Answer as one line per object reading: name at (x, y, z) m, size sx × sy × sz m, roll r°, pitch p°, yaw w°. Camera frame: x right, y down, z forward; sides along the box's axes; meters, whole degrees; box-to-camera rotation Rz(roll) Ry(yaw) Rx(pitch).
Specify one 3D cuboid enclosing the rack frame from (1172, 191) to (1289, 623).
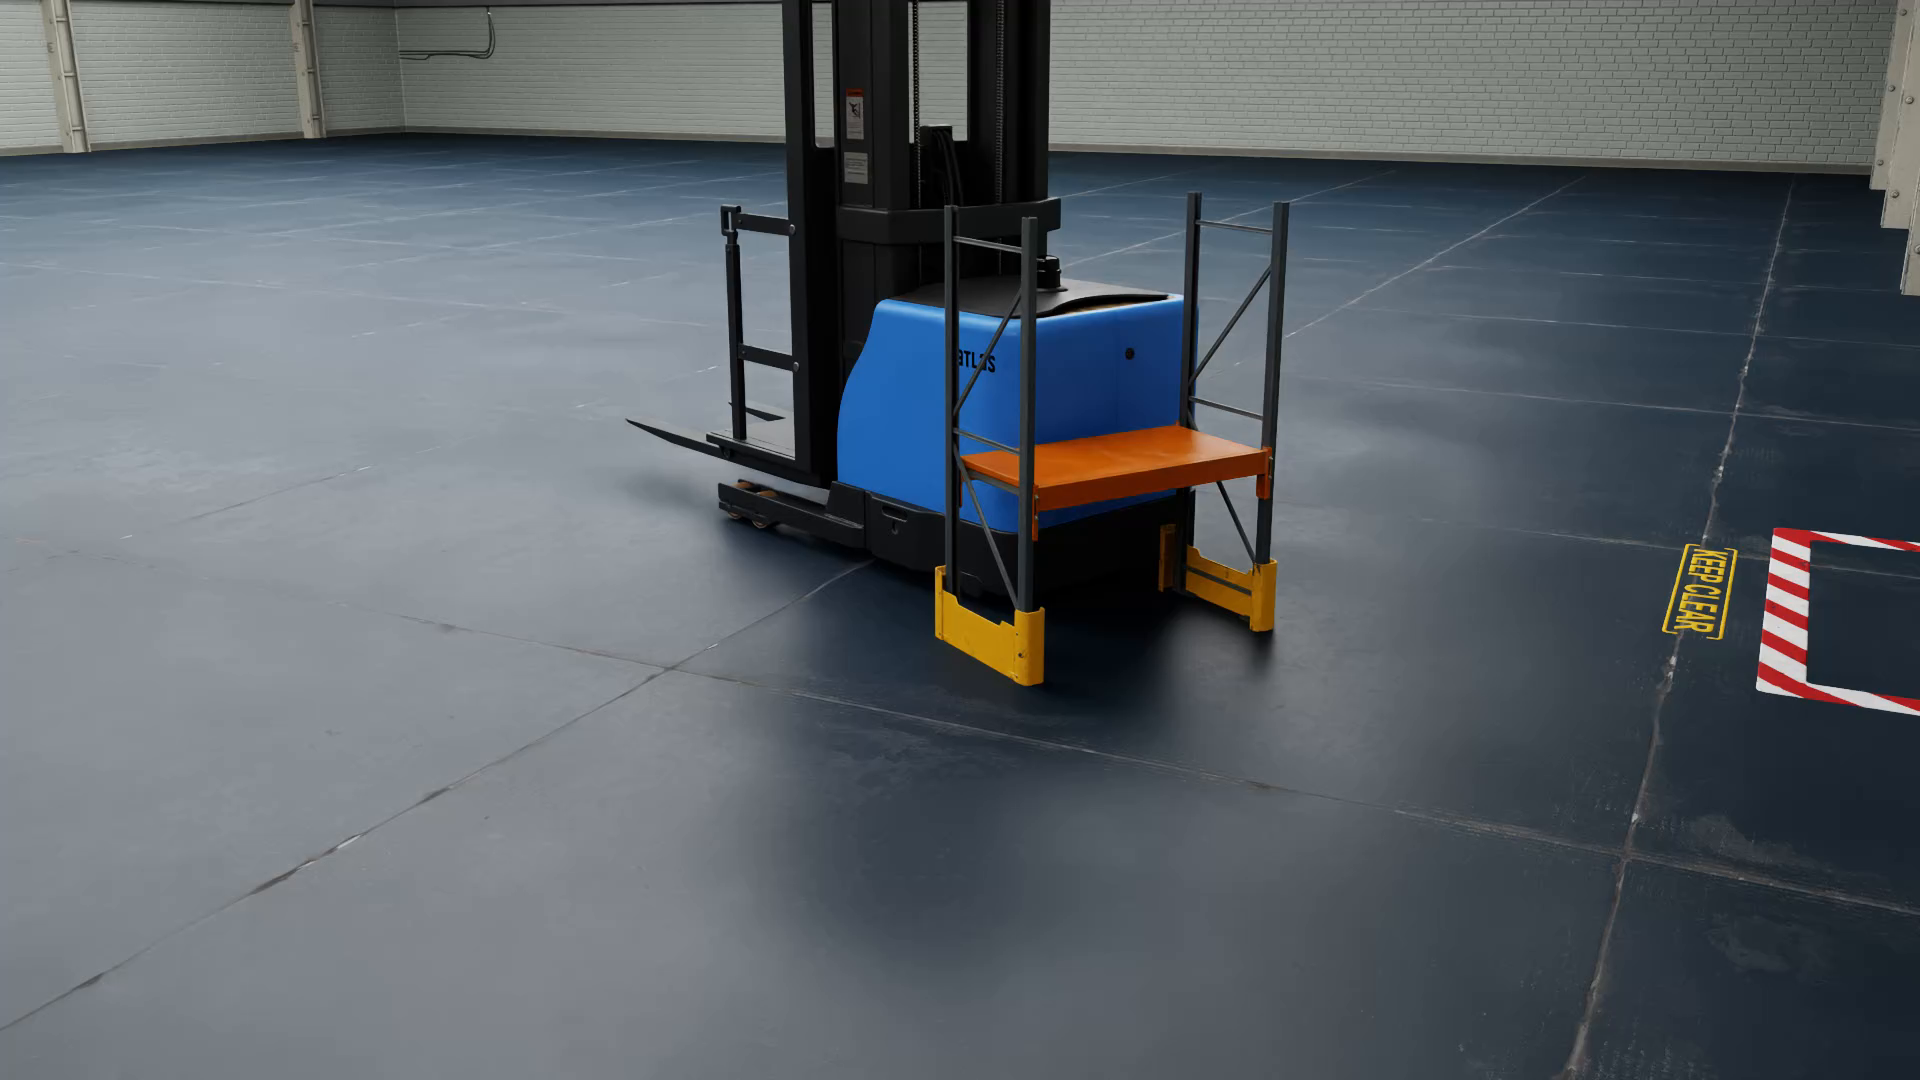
rack frame at (0.958, -0.469, 5.970) m, size 0.032 × 1.500 × 0.500 m, roll -10°, pitch 19°, yaw -30°

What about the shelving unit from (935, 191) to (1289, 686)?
shelving unit at (0.518, -0.392, 5.710) m, size 1.083 × 1.500 × 0.587 m, roll -10°, pitch 19°, yaw -30°

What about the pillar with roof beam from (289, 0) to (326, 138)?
pillar with roof beam at (-10.831, -12.922, 34.725) m, size 9.100 × 9.000 × 0.400 m, roll 8°, pitch 18°, yaw 25°

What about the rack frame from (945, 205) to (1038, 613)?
rack frame at (0.093, -0.317, 5.459) m, size 0.032 × 1.500 × 0.500 m, roll -10°, pitch 19°, yaw -30°

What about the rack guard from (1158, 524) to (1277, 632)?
rack guard at (0.942, 0.133, 6.138) m, size 0.087 × 0.250 × 0.587 m, roll -10°, pitch 19°, yaw -30°

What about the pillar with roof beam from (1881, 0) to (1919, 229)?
pillar with roof beam at (6.965, -8.481, 19.775) m, size 9.100 × 9.000 × 0.400 m, roll 8°, pitch 18°, yaw 25°

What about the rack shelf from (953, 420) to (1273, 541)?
rack shelf at (0.526, -0.221, 5.766) m, size 1.000 × 0.185 × 0.538 m, roll -10°, pitch 19°, yaw -30°

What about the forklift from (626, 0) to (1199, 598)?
forklift at (-0.413, -1.538, 7.054) m, size 1.130 × 2.935 × 3.031 m, roll -14°, pitch 22°, yaw -39°

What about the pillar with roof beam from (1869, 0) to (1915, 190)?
pillar with roof beam at (9.646, -10.010, 24.921) m, size 9.100 × 9.000 × 0.400 m, roll 8°, pitch 18°, yaw 25°

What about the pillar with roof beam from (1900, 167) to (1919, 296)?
pillar with roof beam at (4.284, -6.953, 14.630) m, size 9.100 × 9.000 × 0.400 m, roll 8°, pitch 18°, yaw 25°

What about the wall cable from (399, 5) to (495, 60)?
wall cable at (-12.183, -12.563, 38.972) m, size 3.097 × 2.526 × 0.112 m, roll 8°, pitch 18°, yaw 25°

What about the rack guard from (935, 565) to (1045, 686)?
rack guard at (0.094, 0.281, 5.638) m, size 0.087 × 0.250 × 0.587 m, roll -10°, pitch 19°, yaw -30°

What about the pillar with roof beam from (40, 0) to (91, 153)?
pillar with roof beam at (-13.513, -11.394, 29.580) m, size 9.100 × 9.000 × 0.400 m, roll 8°, pitch 18°, yaw 25°
